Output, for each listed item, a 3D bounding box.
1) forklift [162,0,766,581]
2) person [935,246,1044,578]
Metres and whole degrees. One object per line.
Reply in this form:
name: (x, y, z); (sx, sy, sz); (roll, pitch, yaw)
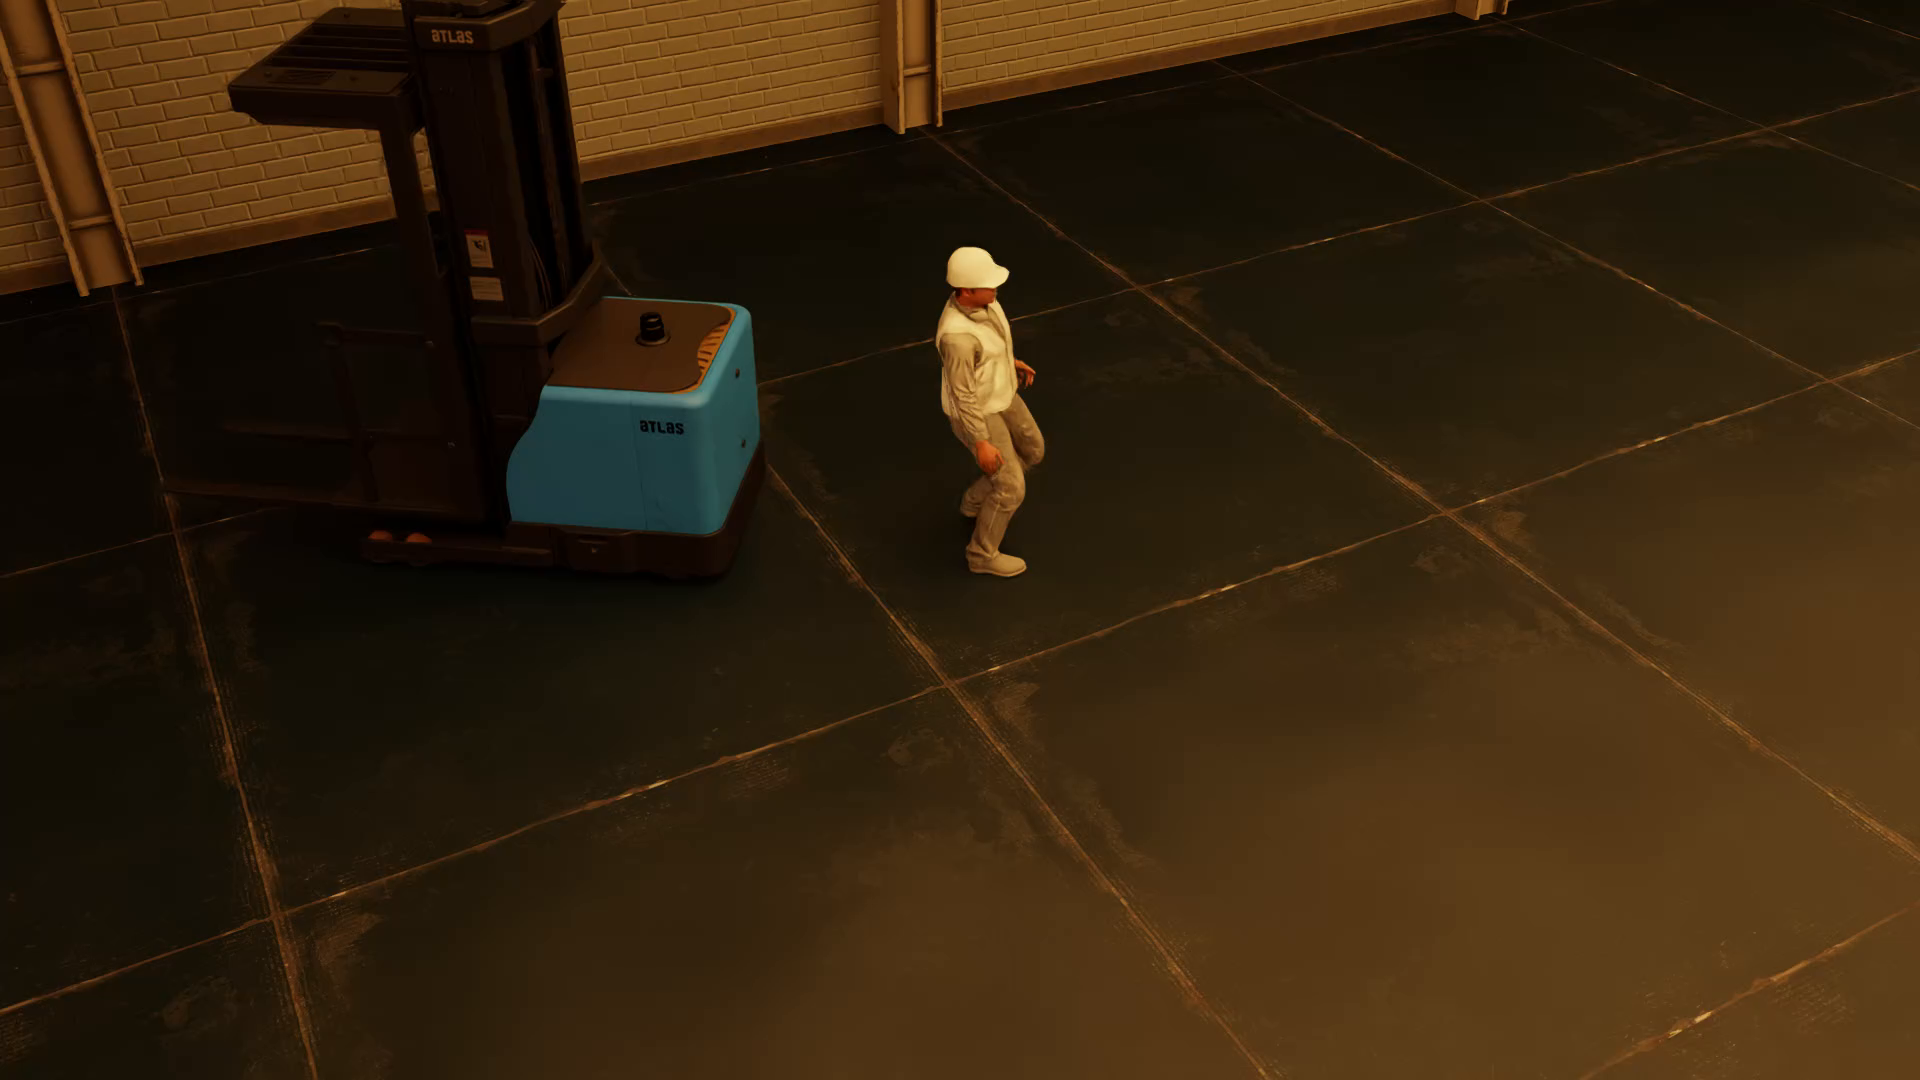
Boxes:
forklift: (-2.610, -1.362, 8.049); (3.031, 2.935, 1.130); (4, 35, 6)
person: (0.141, -0.661, 8.145); (0.506, 1.686, 0.795); (9, 36, 12)
